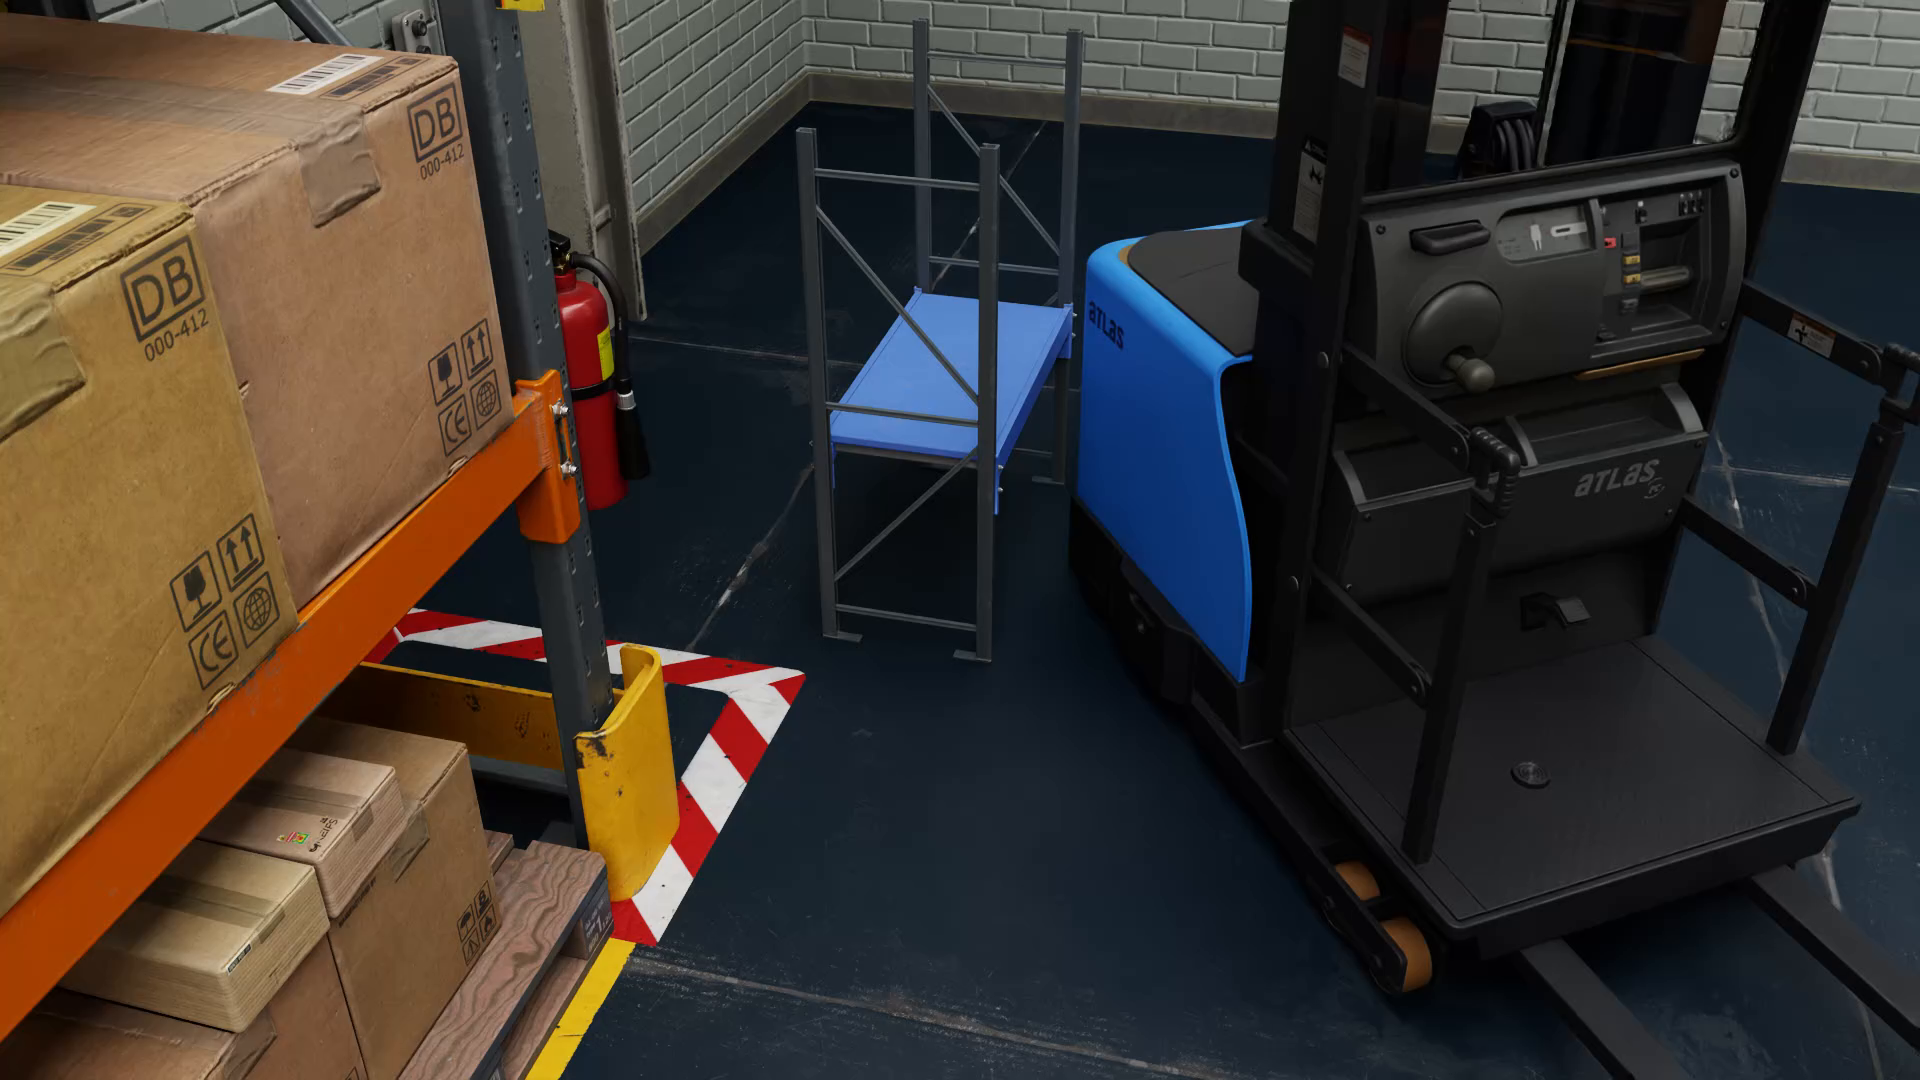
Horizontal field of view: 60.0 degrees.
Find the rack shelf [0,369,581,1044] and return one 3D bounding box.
[{"bbox_3d":[-1.805,0.779,1.899,1.077,0.370,4.000,8,33,12],"label":"rack shelf"}]

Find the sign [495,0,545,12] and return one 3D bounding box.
[{"bbox_3d":[-0.776,-1.070,2.837,0.100,0.325,0.005,8,33,12],"label":"sign"}]

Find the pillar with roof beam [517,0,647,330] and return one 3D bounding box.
[{"bbox_3d":[2.715,-4.027,3.196,9.100,9.000,0.400,8,33,12],"label":"pillar with roof beam"}]

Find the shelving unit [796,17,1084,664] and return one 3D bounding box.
[{"bbox_3d":[-0.022,-0.589,4.778,0.538,1.500,1.048,8,33,12],"label":"shelving unit"}]

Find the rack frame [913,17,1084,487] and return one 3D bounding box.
[{"bbox_3d":[0.107,-0.852,5.193,0.500,1.500,0.032,8,33,12],"label":"rack frame"}]

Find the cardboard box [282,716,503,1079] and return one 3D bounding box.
[{"bbox_3d":[-1.379,0.692,3.304,0.700,0.500,0.500,8,33,12],"label":"cardboard box"}]

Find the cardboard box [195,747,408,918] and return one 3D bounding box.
[{"bbox_3d":[-1.235,0.510,2.986,0.380,0.149,0.250,8,33,12],"label":"cardboard box"}]

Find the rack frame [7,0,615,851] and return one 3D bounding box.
[{"bbox_3d":[-1.298,-0.562,3.339,1.000,3.000,0.127,8,33,12],"label":"rack frame"}]

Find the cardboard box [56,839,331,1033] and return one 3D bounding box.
[{"bbox_3d":[-1.299,0.643,2.777,0.380,0.149,0.250,9,34,14],"label":"cardboard box"}]

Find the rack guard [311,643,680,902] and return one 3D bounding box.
[{"bbox_3d":[-1.292,0.480,4.029,1.175,0.500,0.348,8,33,12],"label":"rack guard"}]

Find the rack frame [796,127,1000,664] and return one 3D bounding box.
[{"bbox_3d":[-0.151,-0.325,4.363,0.500,1.500,0.032,8,33,12],"label":"rack frame"}]

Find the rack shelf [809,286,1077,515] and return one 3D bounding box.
[{"bbox_3d":[-0.022,-0.437,4.875,0.538,0.185,1.000,8,33,12],"label":"rack shelf"}]

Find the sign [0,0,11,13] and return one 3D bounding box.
[{"bbox_3d":[-1.833,-1.040,3.209,0.100,0.325,0.005,8,33,12],"label":"sign"}]

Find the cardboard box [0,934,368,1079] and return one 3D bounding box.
[{"bbox_3d":[-1.506,0.952,2.895,0.700,0.500,0.500,8,33,12],"label":"cardboard box"}]

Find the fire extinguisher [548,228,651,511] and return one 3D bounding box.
[{"bbox_3d":[-0.813,-0.388,3.484,0.296,0.674,0.183,8,33,12],"label":"fire extinguisher"}]

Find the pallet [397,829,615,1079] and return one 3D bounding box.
[{"bbox_3d":[-1.425,1.040,3.417,1.003,0.211,1.213,8,33,12],"label":"pallet"}]

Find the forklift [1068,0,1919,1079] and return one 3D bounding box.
[{"bbox_3d":[1.330,-0.492,3.292,1.130,2.935,3.031,-12,34,-18],"label":"forklift"}]

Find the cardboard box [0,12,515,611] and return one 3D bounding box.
[{"bbox_3d":[-1.418,-0.423,2.840,0.980,0.700,0.700,10,34,15],"label":"cardboard box"}]

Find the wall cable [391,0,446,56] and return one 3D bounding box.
[{"bbox_3d":[-1.888,-1.784,4.314,0.084,1.984,1.851,8,33,12],"label":"wall cable"}]

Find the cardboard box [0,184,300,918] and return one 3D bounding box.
[{"bbox_3d":[-1.591,-0.044,2.243,0.980,0.700,0.700,8,33,12],"label":"cardboard box"}]
